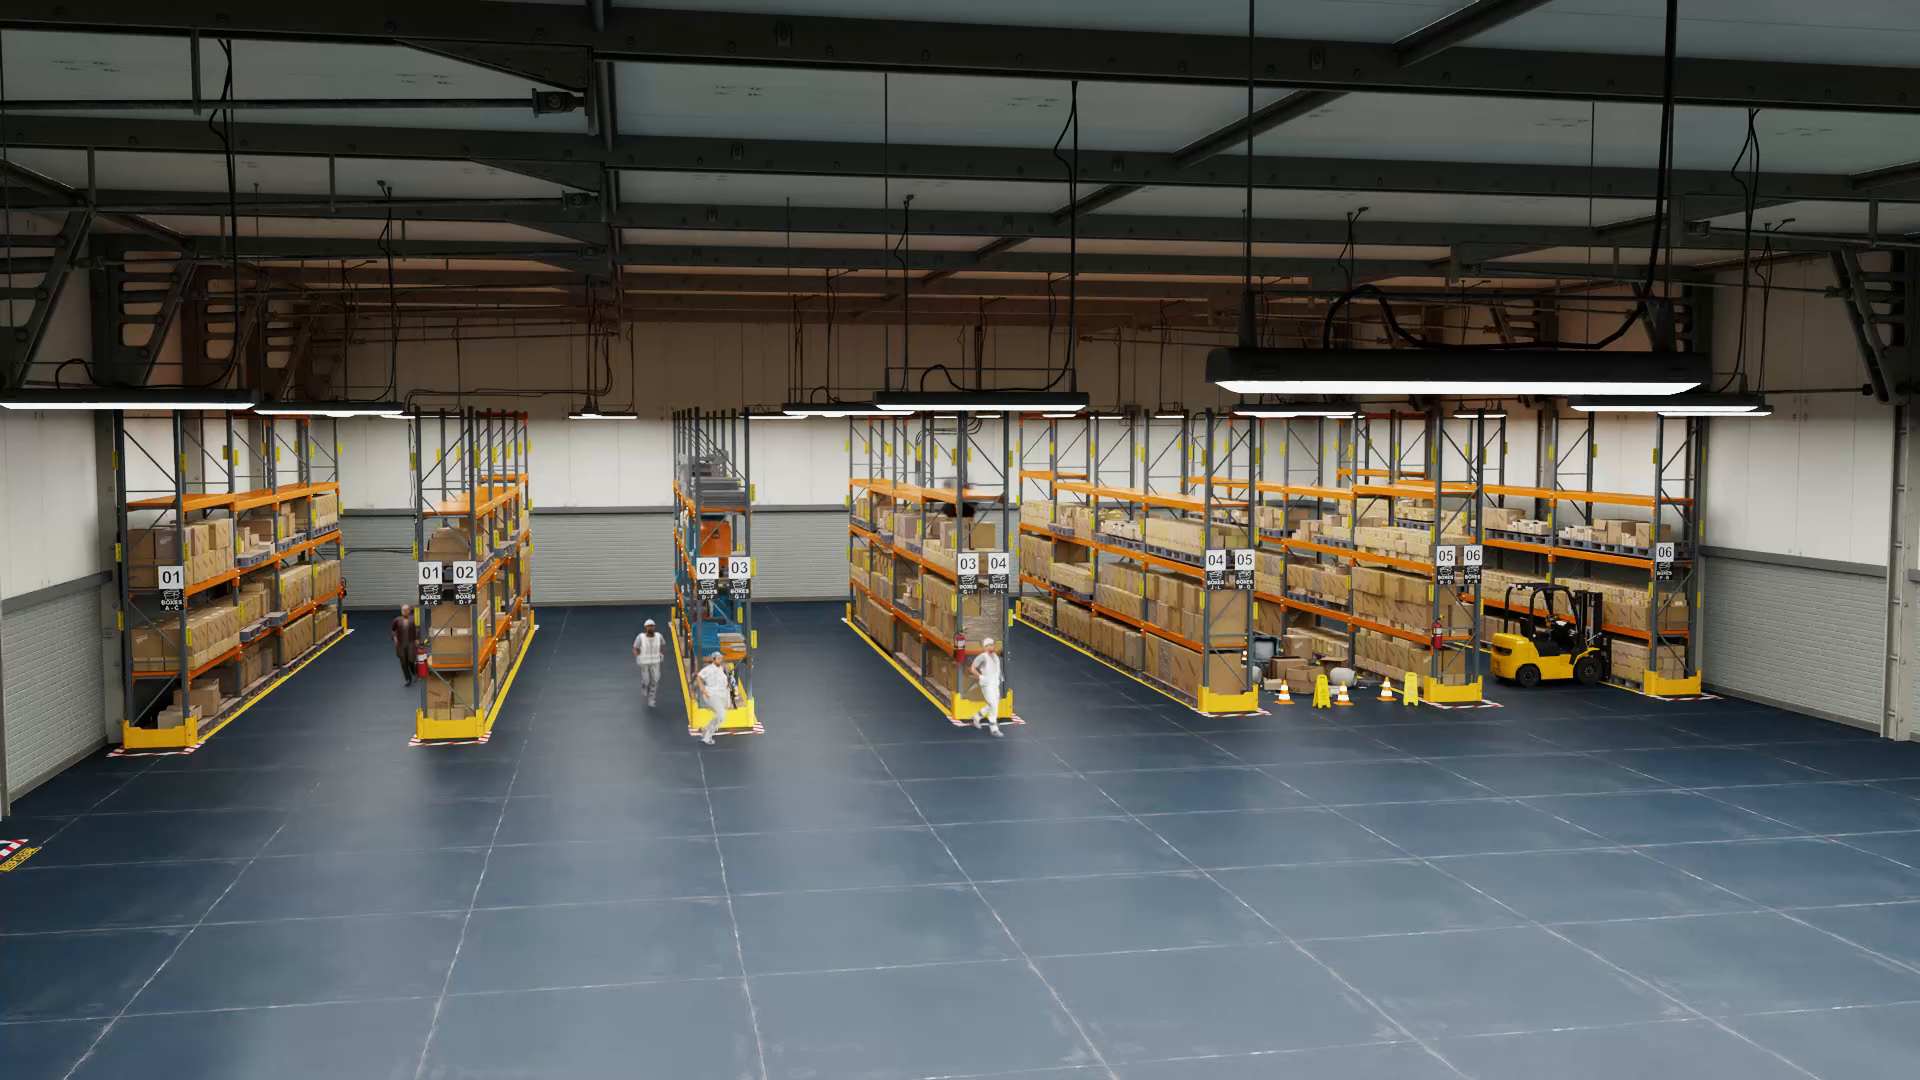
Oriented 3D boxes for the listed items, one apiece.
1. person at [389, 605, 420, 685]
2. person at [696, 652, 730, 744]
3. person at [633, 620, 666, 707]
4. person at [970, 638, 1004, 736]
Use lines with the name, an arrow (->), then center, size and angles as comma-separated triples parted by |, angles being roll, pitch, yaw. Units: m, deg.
person -> -12.038, 2.283, 36.132 | 0.716, 1.743, 0.630 | -1, 4, -9
person -> -4.340, 2.808, 29.664 | 0.526, 1.616, 0.637 | 1, 4, 19
person -> -6.246, 2.473, 33.544 | 0.683, 1.743, 0.688 | -1, 4, -20
person -> 0.517, 2.687, 30.505 | 0.779, 1.791, 0.711 | 4, 6, 42
